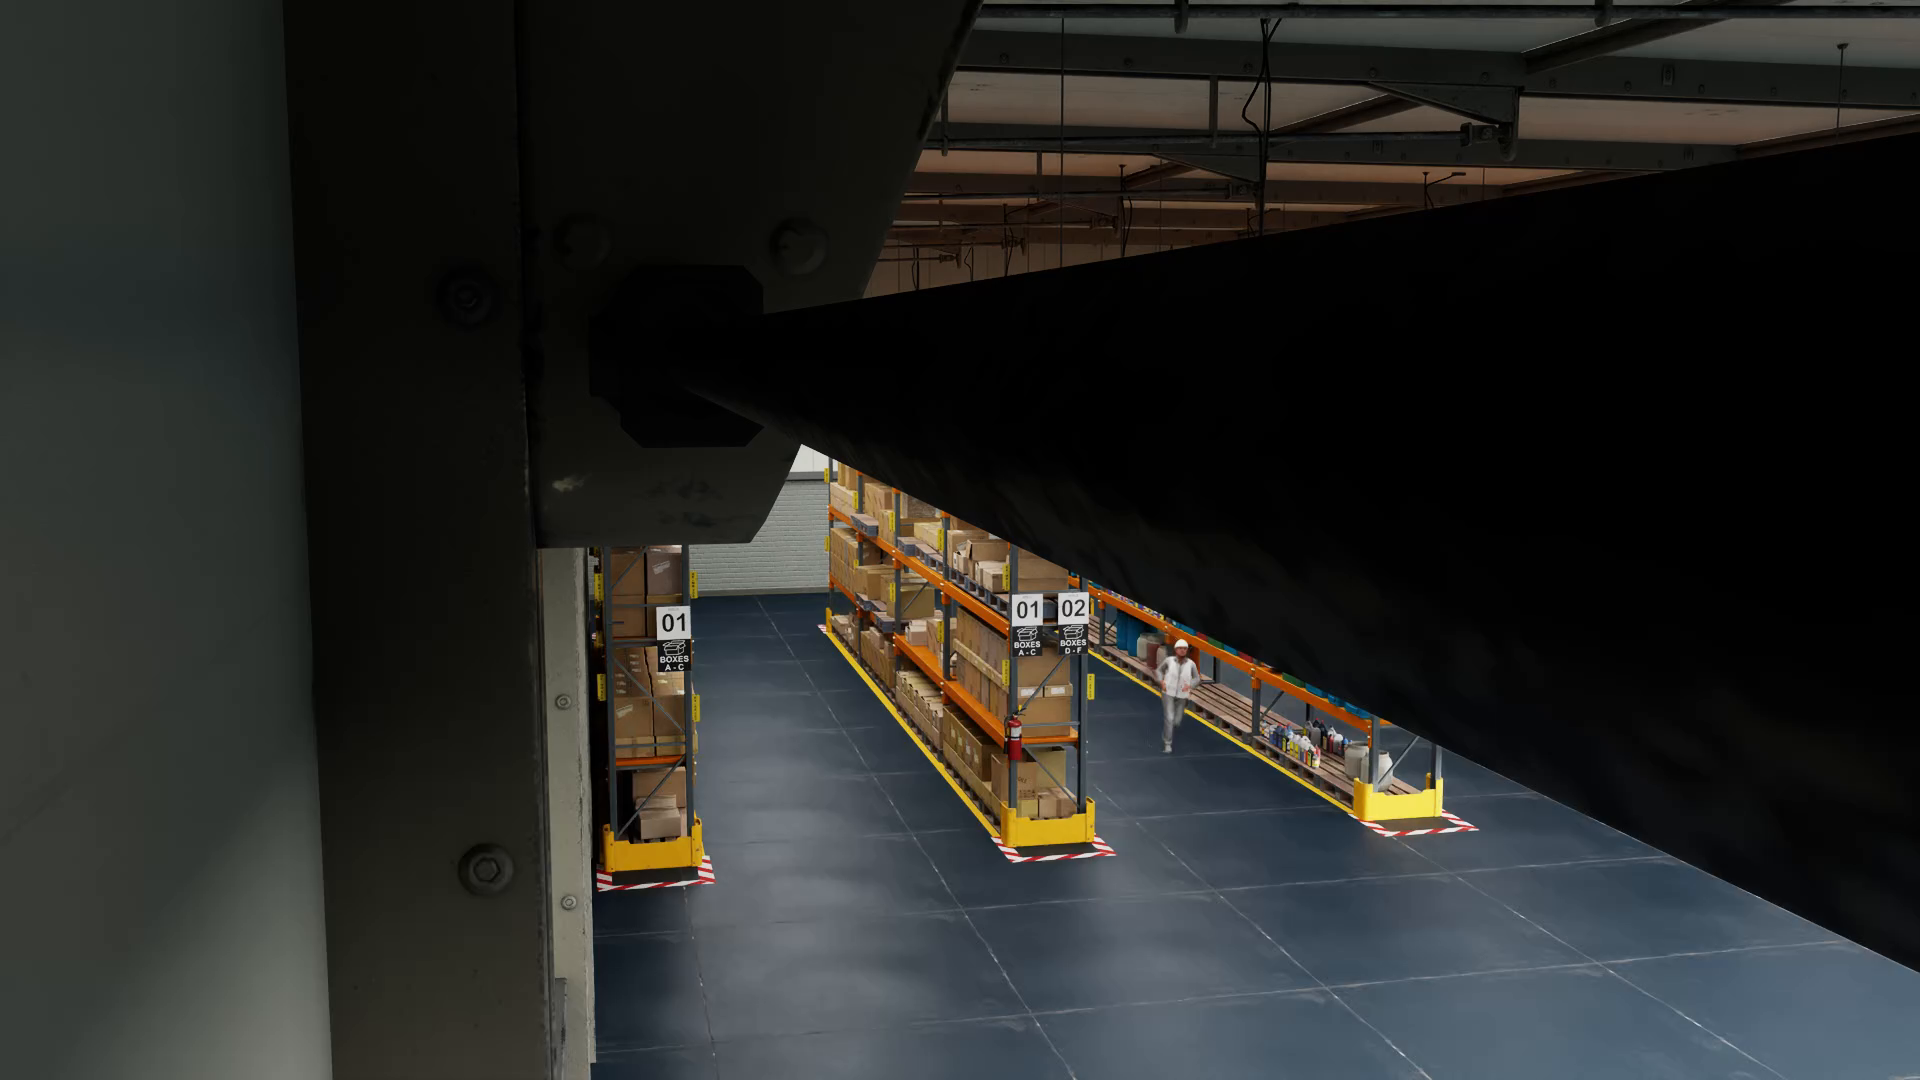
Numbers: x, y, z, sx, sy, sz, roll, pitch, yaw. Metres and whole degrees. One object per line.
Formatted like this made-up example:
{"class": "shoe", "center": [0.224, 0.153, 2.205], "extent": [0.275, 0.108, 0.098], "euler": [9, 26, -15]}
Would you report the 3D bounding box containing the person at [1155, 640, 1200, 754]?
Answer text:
{"class": "person", "center": [3.391, 2.410, 25.982], "extent": [0.696, 1.741, 0.759], "euler": [0, 7, -1]}
